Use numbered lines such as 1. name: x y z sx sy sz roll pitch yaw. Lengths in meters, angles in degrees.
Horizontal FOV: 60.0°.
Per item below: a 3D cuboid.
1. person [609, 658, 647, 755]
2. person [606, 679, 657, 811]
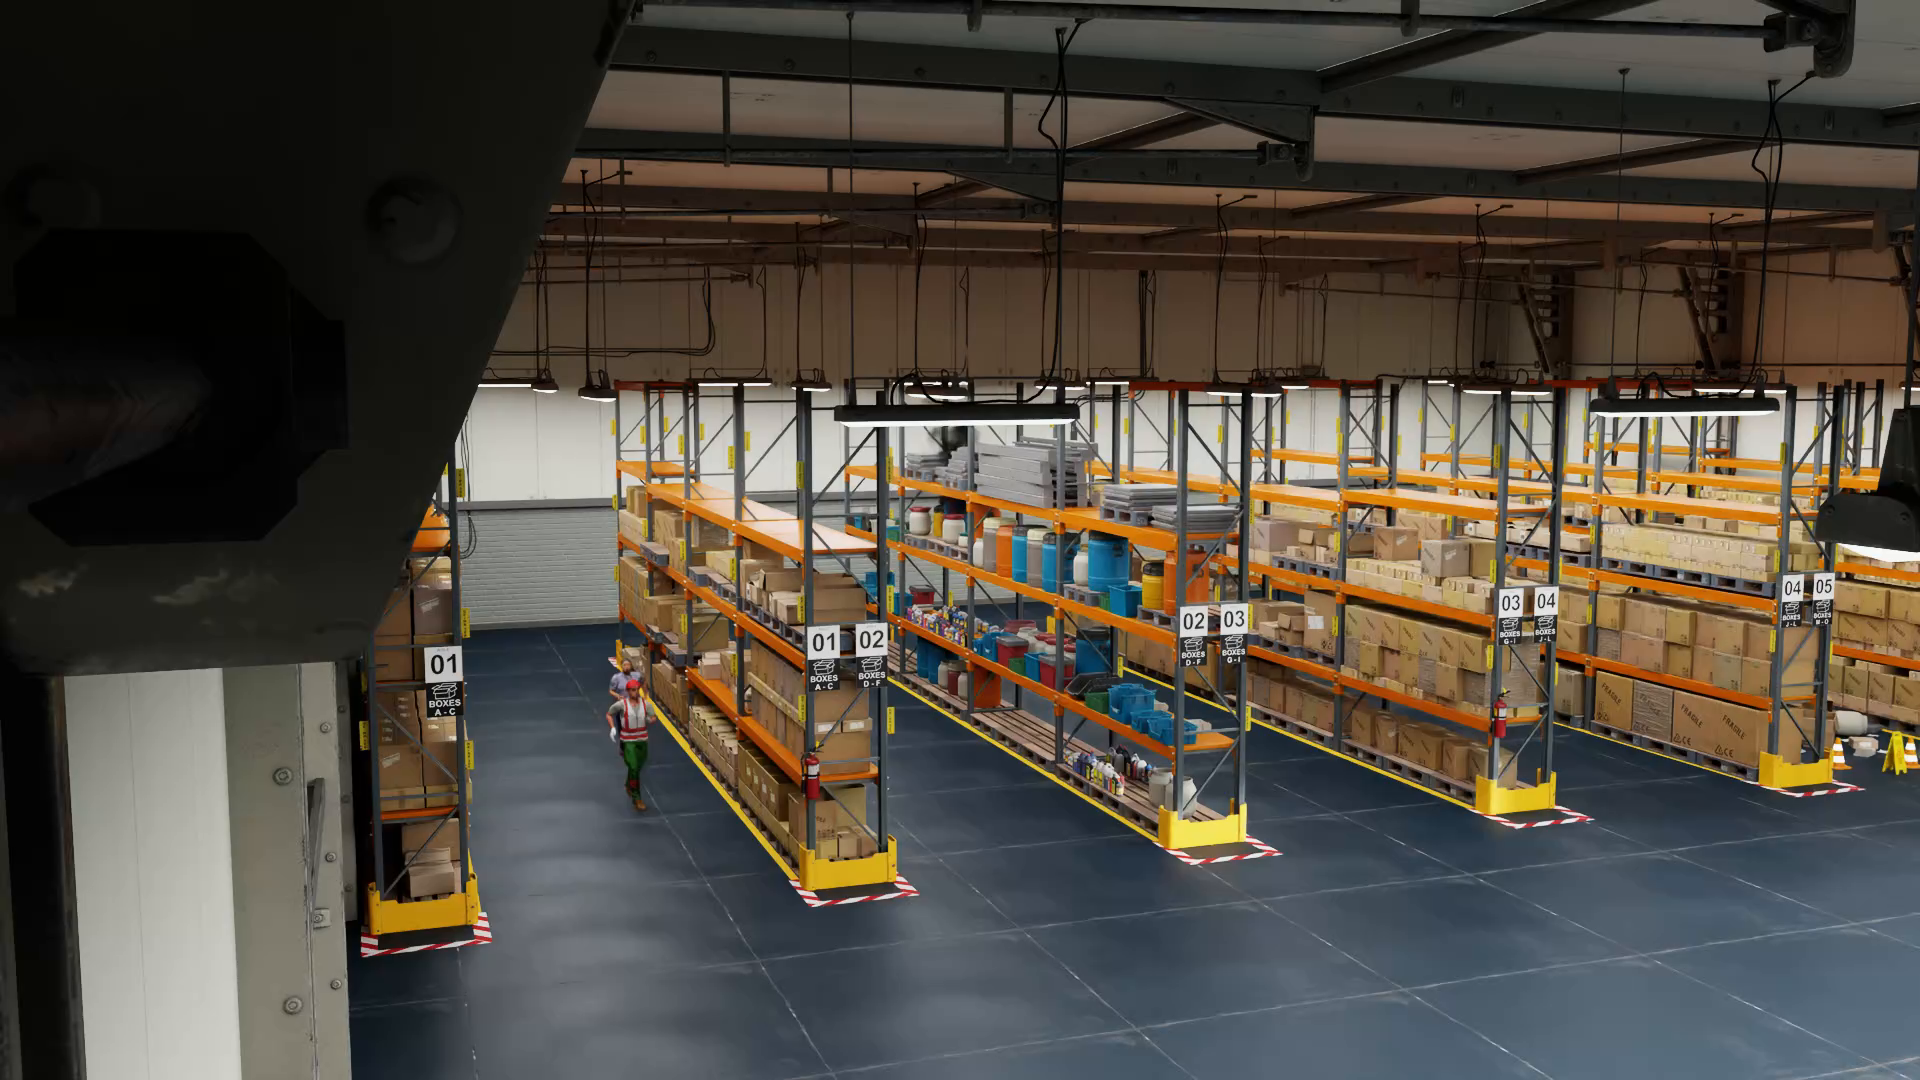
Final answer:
1. person: -5.307 2.723 26.640 0.619 1.692 0.691 -2 6 -16
2. person: -4.675 2.896 23.856 0.656 1.810 0.930 -4 7 -35
